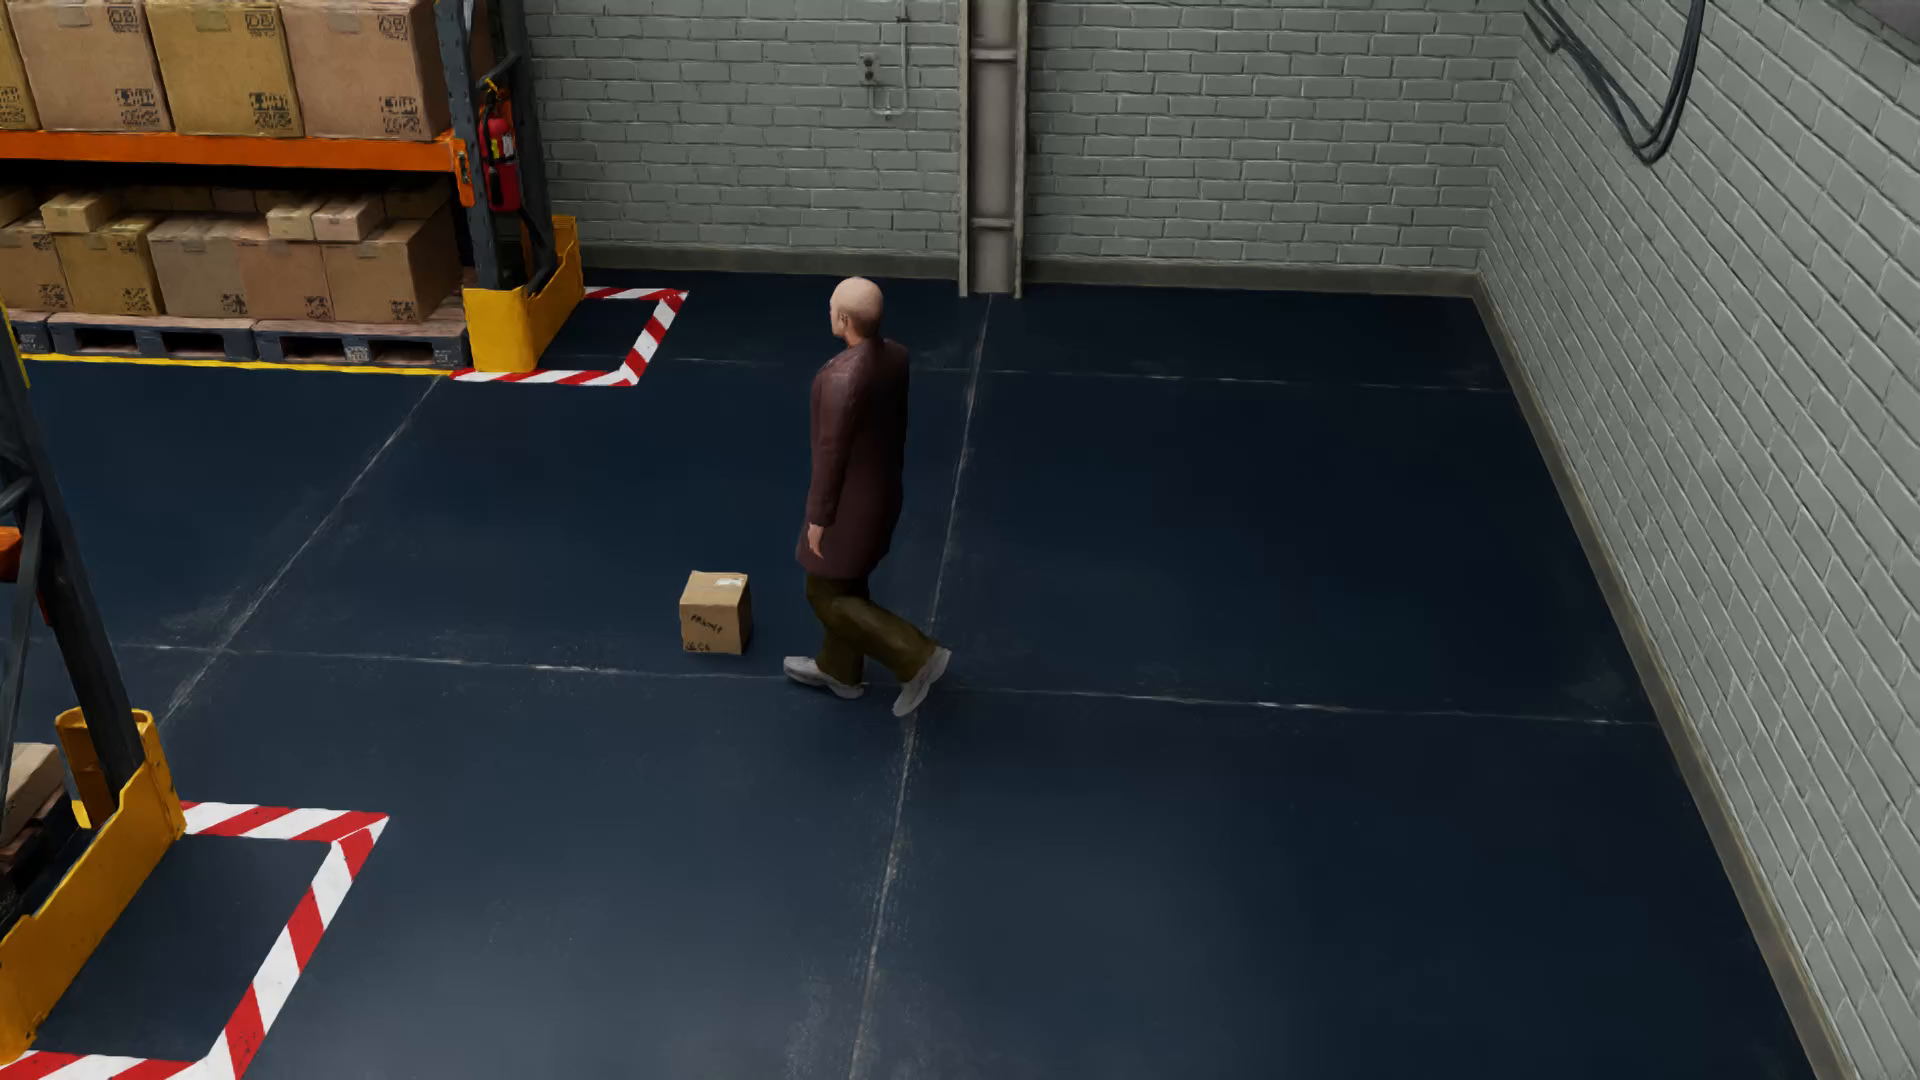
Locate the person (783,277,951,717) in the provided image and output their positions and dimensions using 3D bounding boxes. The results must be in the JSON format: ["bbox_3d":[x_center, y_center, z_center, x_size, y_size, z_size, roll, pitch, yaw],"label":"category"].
[{"bbox_3d":[-0.351,-0.146,6.384,0.792,1.769,0.611,12,34,19],"label":"person"}]
